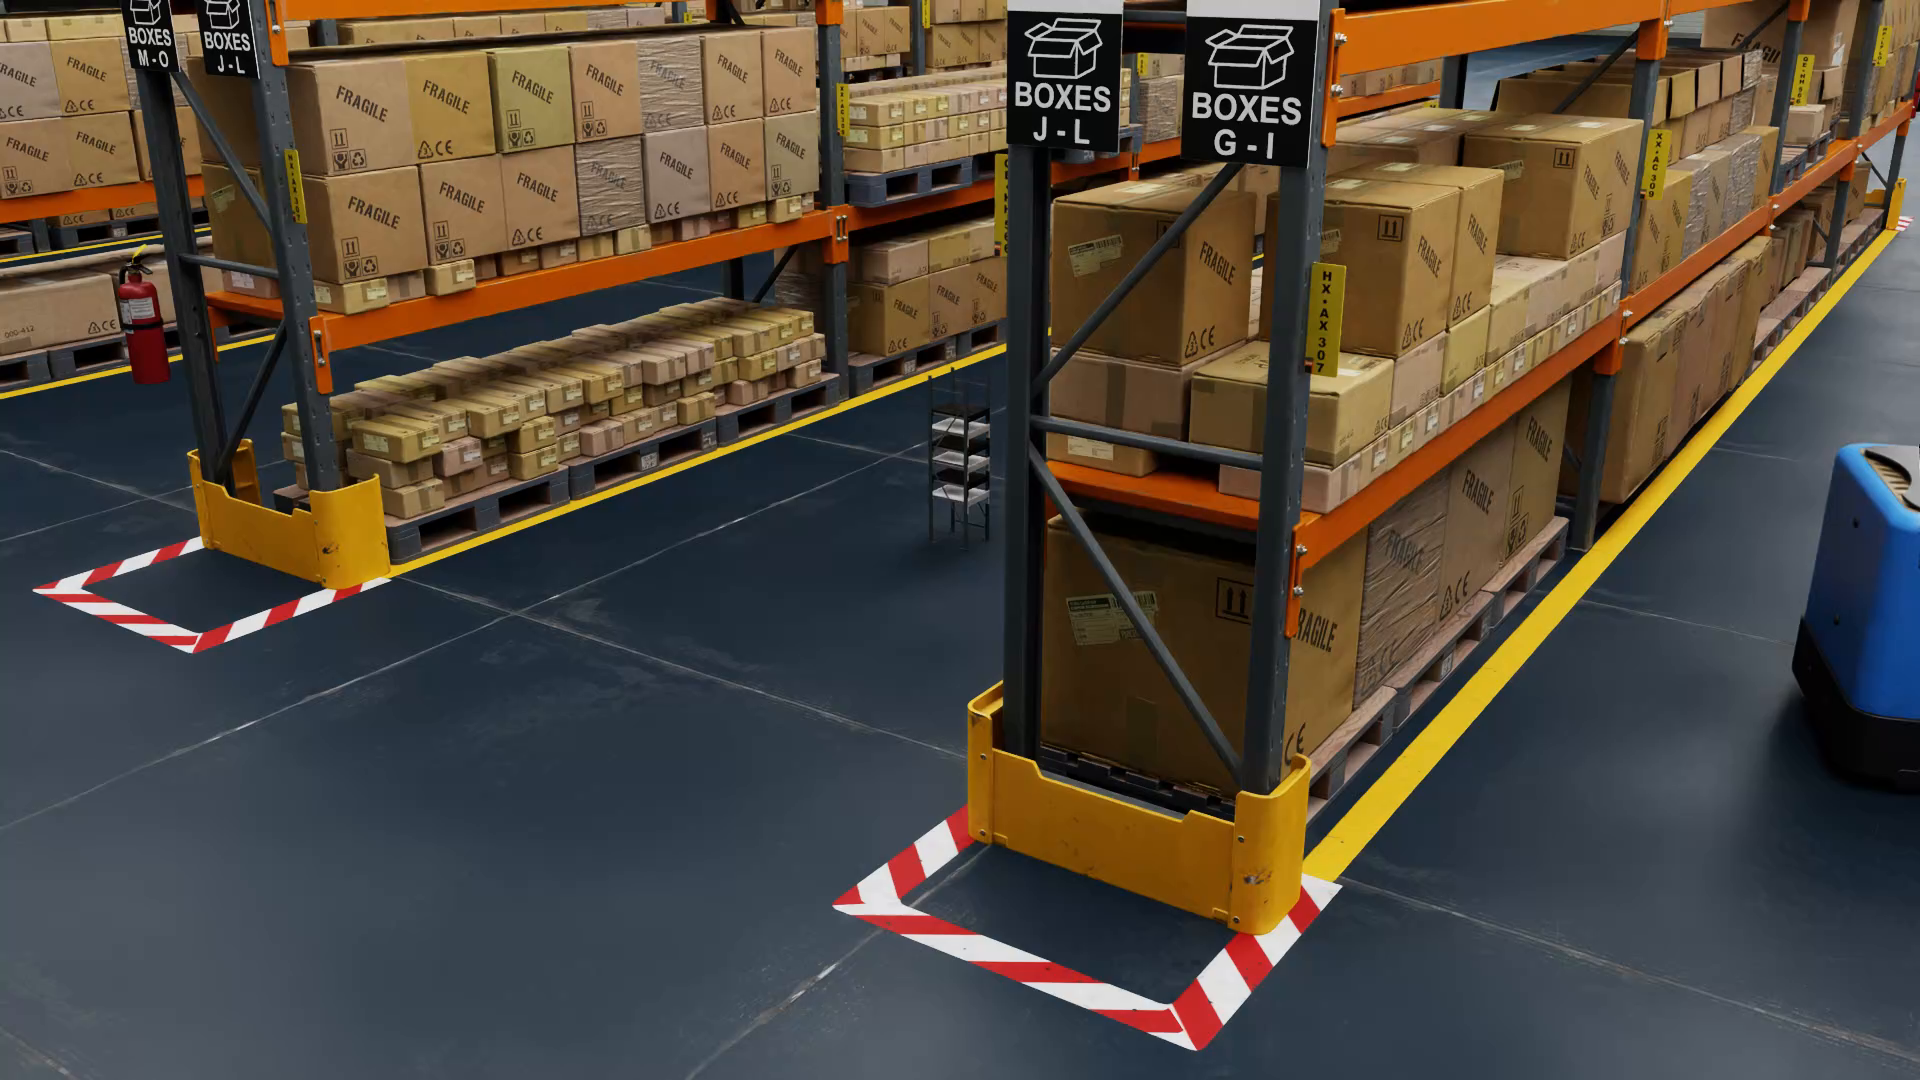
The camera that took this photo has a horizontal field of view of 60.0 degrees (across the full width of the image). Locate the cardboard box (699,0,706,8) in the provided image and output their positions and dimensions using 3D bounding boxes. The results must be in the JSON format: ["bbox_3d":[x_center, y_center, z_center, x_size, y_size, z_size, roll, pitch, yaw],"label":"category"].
[{"bbox_3d":[-3.754,-7.626,23.549,0.380,0.149,0.250,13,24,32],"label":"cardboard box"}]

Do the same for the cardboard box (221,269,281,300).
[{"bbox_3d":[-3.501,-1.326,8.388,0.380,0.149,0.250,13,24,32],"label":"cardboard box"}]

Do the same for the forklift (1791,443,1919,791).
[{"bbox_3d":[4.888,-0.479,5.834,3.031,2.935,1.130,5,21,14],"label":"forklift"}]

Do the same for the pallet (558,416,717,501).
[{"bbox_3d":[-2.235,-0.584,10.039,1.003,0.211,1.213,13,24,32],"label":"pallet"}]

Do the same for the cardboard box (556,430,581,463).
[{"bbox_3d":[-2.379,-0.550,9.433,0.380,0.149,0.250,13,24,32],"label":"cardboard box"}]

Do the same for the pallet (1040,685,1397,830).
[{"bbox_3d":[0.980,0.764,6.394,1.003,0.211,1.213,13,24,32],"label":"pallet"}]

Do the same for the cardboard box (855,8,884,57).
[{"bbox_3d":[-1.203,-5.738,18.776,0.500,0.500,0.500,13,24,32],"label":"cardboard box"}]

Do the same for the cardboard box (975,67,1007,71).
[{"bbox_3d":[0.336,-3.707,13.361,0.380,0.149,0.250,13,24,32],"label":"cardboard box"}]

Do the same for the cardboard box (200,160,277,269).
[{"bbox_3d":[-3.411,-1.661,8.358,0.500,0.500,0.500,14,24,33],"label":"cardboard box"}]

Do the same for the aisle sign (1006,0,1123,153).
[{"bbox_3d":[0.306,-1.556,4.900,0.394,0.787,0.004,13,24,32],"label":"aisle sign"}]

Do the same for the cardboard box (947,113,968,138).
[{"bbox_3d":[-0.165,-2.908,11.632,0.380,0.149,0.250,12,24,30],"label":"cardboard box"}]

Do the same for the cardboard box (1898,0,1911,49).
[{"bbox_3d":[8.637,-4.910,15.700,0.500,0.500,0.500,13,24,32],"label":"cardboard box"}]

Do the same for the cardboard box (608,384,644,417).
[{"bbox_3d":[-2.096,-0.858,9.837,0.380,0.149,0.250,15,25,34],"label":"cardboard box"}]

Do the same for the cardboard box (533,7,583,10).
[{"bbox_3d":[-3.854,-4.805,15.845,0.500,0.500,0.500,13,24,32],"label":"cardboard box"}]

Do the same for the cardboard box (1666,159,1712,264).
[{"bbox_3d":[3.872,-1.865,9.338,0.500,0.500,0.500,13,24,31],"label":"cardboard box"}]

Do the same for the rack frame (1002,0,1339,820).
[{"bbox_3d":[0.595,-0.299,5.249,1.000,3.000,0.127,13,24,32],"label":"rack frame"}]

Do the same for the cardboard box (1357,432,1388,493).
[{"bbox_3d":[1.210,-0.292,5.594,0.380,0.149,0.250,13,24,31],"label":"cardboard box"}]

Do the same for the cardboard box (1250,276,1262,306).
[{"bbox_3d":[1.219,-0.850,6.527,0.500,0.250,0.500,12,24,30],"label":"cardboard box"}]

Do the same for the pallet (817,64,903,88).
[{"bbox_3d":[-1.405,-5.394,19.299,1.003,0.211,1.213,13,24,32],"label":"pallet"}]

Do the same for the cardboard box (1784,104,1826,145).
[{"bbox_3d":[6.224,-3.157,12.586,0.500,0.250,0.500,12,24,30],"label":"cardboard box"}]

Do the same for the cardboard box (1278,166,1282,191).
[{"bbox_3d":[3.021,-3.684,17.039,1.050,0.750,0.750,13,24,32],"label":"cardboard box"}]

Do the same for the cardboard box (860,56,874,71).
[{"bbox_3d":[-1.194,-5.399,18.794,0.380,0.149,0.250,13,24,31],"label":"cardboard box"}]

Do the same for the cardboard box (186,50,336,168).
[{"bbox_3d":[-3.399,-2.130,8.186,0.500,0.500,0.500,13,24,31],"label":"cardboard box"}]

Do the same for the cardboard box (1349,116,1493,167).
[{"bbox_3d":[2.080,-1.640,7.582,0.500,0.500,0.500,13,24,32],"label":"cardboard box"}]

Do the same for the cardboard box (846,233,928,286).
[{"bbox_3d":[-0.568,-1.980,11.710,0.500,0.250,0.500,12,23,29],"label":"cardboard box"}]

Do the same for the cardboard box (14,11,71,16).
[{"bbox_3d":[-6.616,-3.726,11.994,0.380,0.149,0.250,13,24,32],"label":"cardboard box"}]

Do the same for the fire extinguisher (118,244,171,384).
[{"bbox_3d":[-3.974,-1.102,8.069,0.296,0.674,0.183,13,24,32],"label":"fire extinguisher"}]

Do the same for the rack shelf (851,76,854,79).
[{"bbox_3d":[-1.980,-4.763,18.356,1.077,0.370,4.000,13,24,32],"label":"rack shelf"}]

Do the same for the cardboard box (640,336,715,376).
[{"bbox_3d":[-1.718,-1.120,10.116,0.380,0.149,0.250,12,23,29],"label":"cardboard box"}]

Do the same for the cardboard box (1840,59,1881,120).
[{"bbox_3d":[7.645,-4.045,14.805,0.875,0.500,0.500,13,24,32],"label":"cardboard box"}]

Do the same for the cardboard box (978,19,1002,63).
[{"bbox_3d":[0.178,-6.223,20.692,0.500,0.500,0.500,13,24,31],"label":"cardboard box"}]

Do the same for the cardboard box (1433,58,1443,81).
[{"bbox_3d":[5.373,-5.841,20.016,0.875,0.550,0.550,13,24,32],"label":"cardboard box"}]

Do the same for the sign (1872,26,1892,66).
[{"bbox_3d":[7.802,-4.178,14.067,0.100,0.325,0.005,13,24,32],"label":"sign"}]

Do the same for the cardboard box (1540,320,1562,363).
[{"bbox_3d":[2.365,-0.882,7.188,0.380,0.149,0.250,14,24,33],"label":"cardboard box"}]

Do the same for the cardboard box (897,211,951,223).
[{"bbox_3d":[-0.407,-2.381,12.796,0.500,0.250,0.500,12,23,29],"label":"cardboard box"}]

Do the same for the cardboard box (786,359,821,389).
[{"bbox_3d":[-1.140,-1.124,10.983,0.380,0.149,0.250,14,24,32],"label":"cardboard box"}]

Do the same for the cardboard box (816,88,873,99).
[{"bbox_3d":[-0.840,-3.105,11.735,0.380,0.149,0.250,12,24,30],"label":"cardboard box"}]

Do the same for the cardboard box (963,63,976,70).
[{"bbox_3d":[-0.022,-5.813,20.520,0.380,0.149,0.250,14,25,33],"label":"cardboard box"}]

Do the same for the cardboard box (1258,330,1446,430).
[{"bbox_3d":[1.375,-0.604,5.860,0.500,0.250,0.500,13,24,31],"label":"cardboard box"}]

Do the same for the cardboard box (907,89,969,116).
[{"bbox_3d":[-0.160,-3.050,11.585,0.380,0.149,0.250,13,24,31],"label":"cardboard box"}]

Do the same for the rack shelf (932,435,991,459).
[{"bbox_3d":[-0.005,-0.473,8.583,0.258,0.077,0.200,13,24,32],"label":"rack shelf"}]

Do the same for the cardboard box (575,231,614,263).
[{"bbox_3d":[-2.162,-1.664,9.302,0.380,0.149,0.250,14,25,34],"label":"cardboard box"}]

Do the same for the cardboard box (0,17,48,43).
[{"bbox_3d":[-6.431,-3.469,11.299,0.380,0.149,0.250,14,24,32],"label":"cardboard box"}]

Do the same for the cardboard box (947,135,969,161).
[{"bbox_3d":[-0.163,-2.769,11.683,0.380,0.149,0.250,14,24,32],"label":"cardboard box"}]

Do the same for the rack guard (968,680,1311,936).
[{"bbox_3d":[0.581,0.880,5.664,1.175,0.500,0.348,13,24,32],"label":"rack guard"}]

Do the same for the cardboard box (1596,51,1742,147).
[{"bbox_3d":[4.299,-2.719,10.201,0.797,0.503,0.637,14,24,33],"label":"cardboard box"}]

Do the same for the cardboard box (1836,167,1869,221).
[{"bbox_3d":[8.917,-3.560,17.063,0.500,0.500,0.500,-17,26,-38],"label":"cardboard box"}]

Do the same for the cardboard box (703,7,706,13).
[{"bbox_3d":[-3.680,-7.473,23.564,0.380,0.149,0.250,13,24,31],"label":"cardboard box"}]

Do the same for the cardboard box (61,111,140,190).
[{"bbox_3d":[-6.264,-2.800,11.867,0.500,0.500,0.500,14,25,34],"label":"cardboard box"}]

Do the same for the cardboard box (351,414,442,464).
[{"bbox_3d":[-2.875,-0.518,8.488,0.380,0.149,0.250,12,23,29],"label":"cardboard box"}]

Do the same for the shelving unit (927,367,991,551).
[{"bbox_3d":[-0.005,-0.420,8.603,0.258,0.900,0.210,13,24,32],"label":"shelving unit"}]

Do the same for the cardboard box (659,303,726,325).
[{"bbox_3d":[-1.771,-1.456,11.023,0.380,0.149,0.250,15,25,34],"label":"cardboard box"}]

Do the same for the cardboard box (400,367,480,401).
[{"bbox_3d":[-2.935,-0.857,9.405,0.380,0.149,0.250,12,24,30],"label":"cardboard box"}]

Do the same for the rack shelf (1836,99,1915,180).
[{"bbox_3d":[8.465,-3.978,16.233,1.077,0.370,4.000,13,24,32],"label":"rack shelf"}]

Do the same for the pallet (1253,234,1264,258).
[{"bbox_3d":[2.239,-2.843,16.146,1.003,0.211,1.213,13,24,32],"label":"pallet"}]

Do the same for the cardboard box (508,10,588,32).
[{"bbox_3d":[-3.744,-4.553,15.166,0.500,0.500,0.500,13,24,32],"label":"cardboard box"}]

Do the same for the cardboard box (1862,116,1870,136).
[{"bbox_3d":[7.862,-3.696,14.796,0.380,0.149,0.250,13,24,32],"label":"cardboard box"}]
